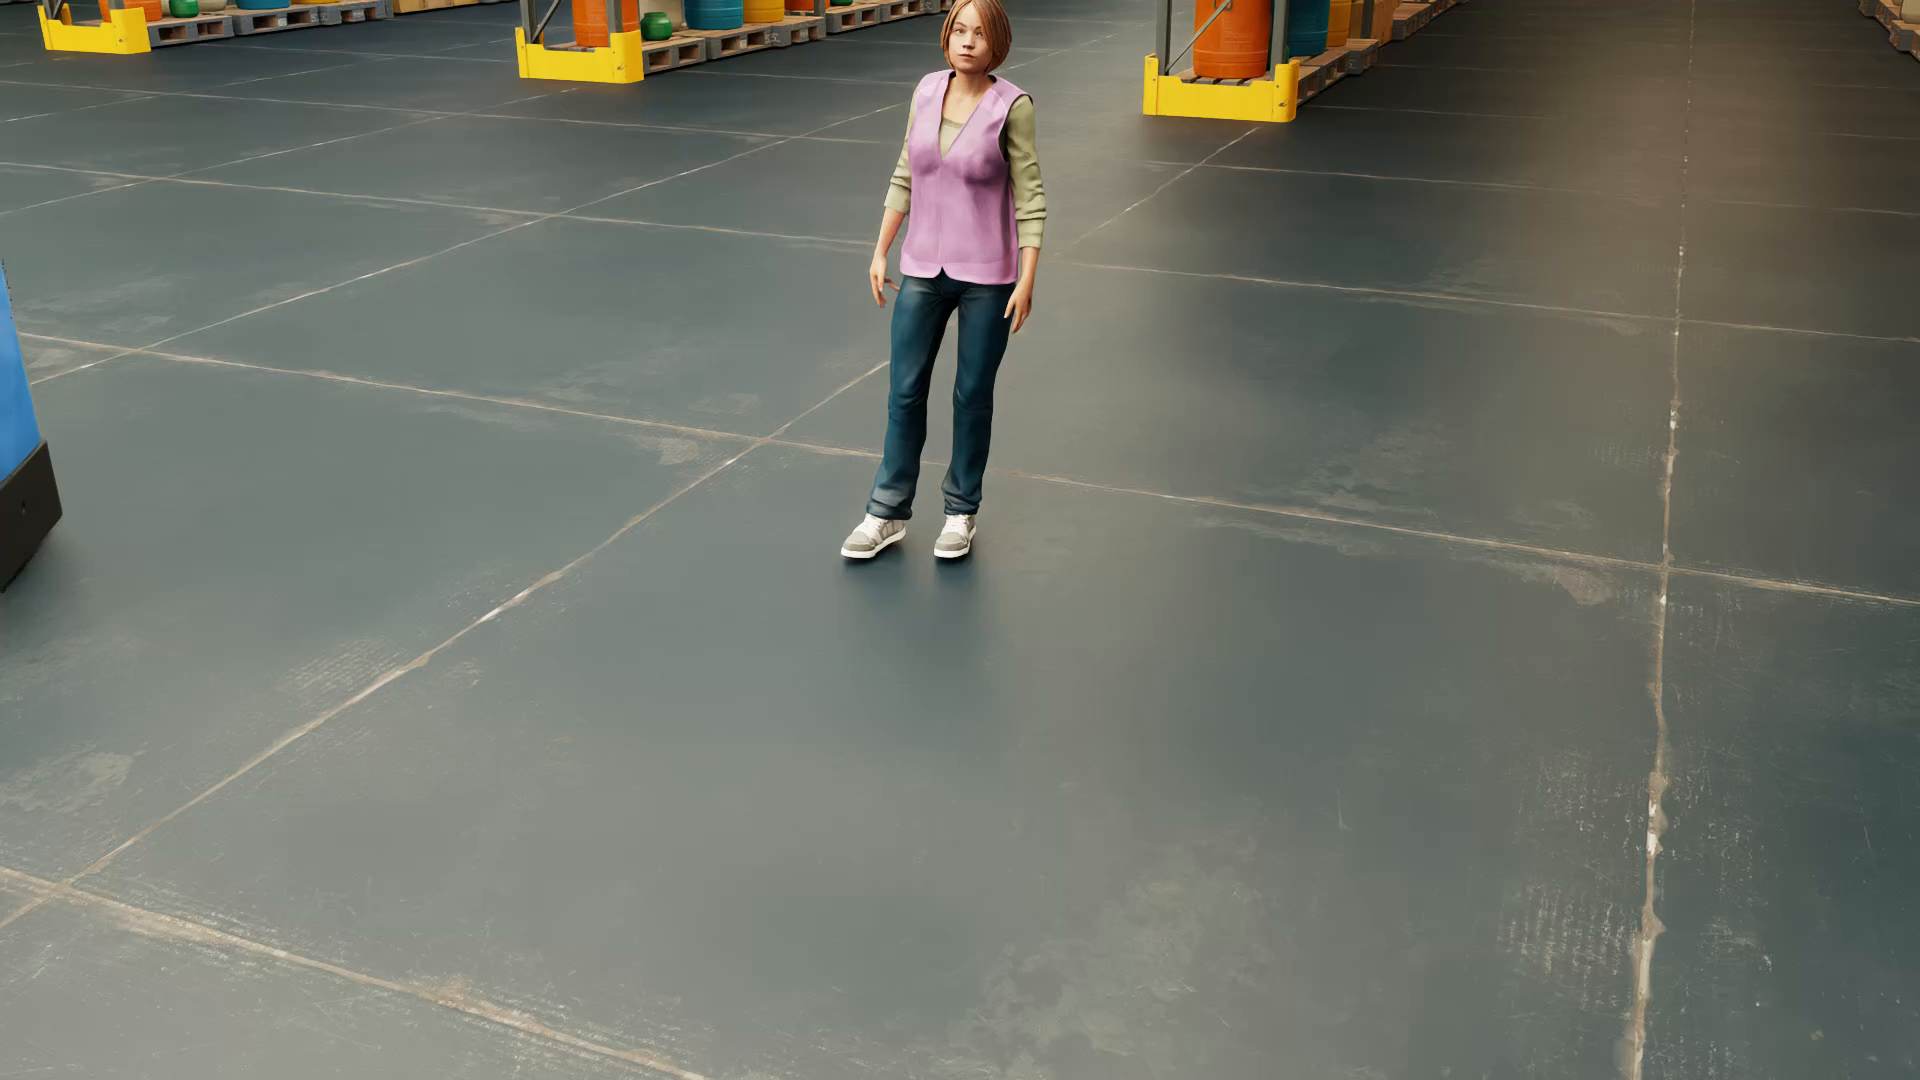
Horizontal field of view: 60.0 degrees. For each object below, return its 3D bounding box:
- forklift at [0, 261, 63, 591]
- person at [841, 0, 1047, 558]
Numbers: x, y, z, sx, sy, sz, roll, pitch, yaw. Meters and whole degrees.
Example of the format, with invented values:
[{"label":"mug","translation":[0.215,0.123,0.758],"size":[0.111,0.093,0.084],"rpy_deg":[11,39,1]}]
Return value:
[{"label":"forklift","translation":[-4.150,-1.087,3.893],"size":[3.031,2.935,1.130],"rpy_deg":[-4,23,-10]},{"label":"person","translation":[-0.041,-0.720,4.725],"size":[0.520,1.597,0.476],"rpy_deg":[9,24,21]}]
